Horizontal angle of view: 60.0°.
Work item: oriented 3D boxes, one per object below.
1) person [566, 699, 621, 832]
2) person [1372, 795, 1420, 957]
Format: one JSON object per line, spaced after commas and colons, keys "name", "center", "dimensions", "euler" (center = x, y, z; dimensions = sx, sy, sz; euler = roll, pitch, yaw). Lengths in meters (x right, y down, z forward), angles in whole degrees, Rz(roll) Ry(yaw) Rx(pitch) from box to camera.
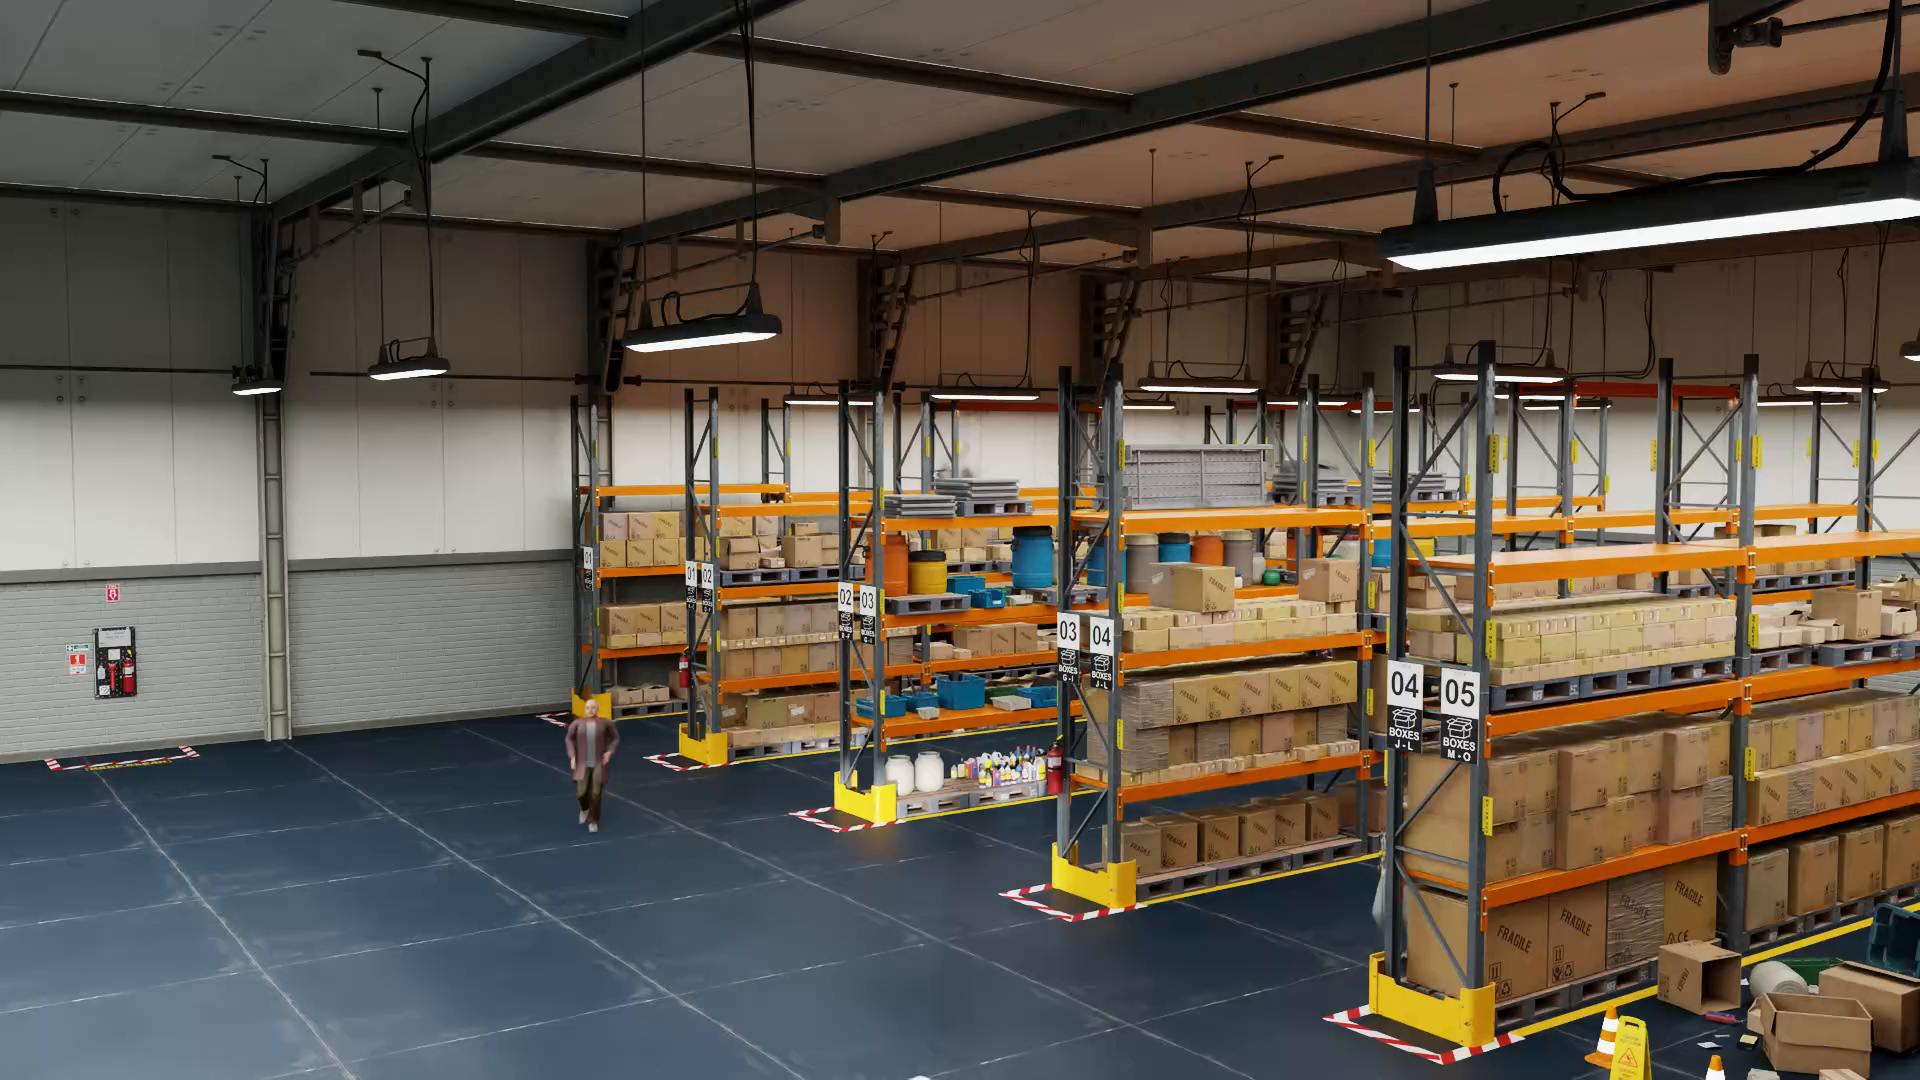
{"name": "person", "center": [-4.852, 2.973, 21.994], "dimensions": [0.727, 1.747, 0.633], "euler": [0, 3, -7]}
{"name": "person", "center": [4.315, 3.333, 16.395], "dimensions": [0.548, 1.689, 0.664], "euler": [3, 5, 44]}
